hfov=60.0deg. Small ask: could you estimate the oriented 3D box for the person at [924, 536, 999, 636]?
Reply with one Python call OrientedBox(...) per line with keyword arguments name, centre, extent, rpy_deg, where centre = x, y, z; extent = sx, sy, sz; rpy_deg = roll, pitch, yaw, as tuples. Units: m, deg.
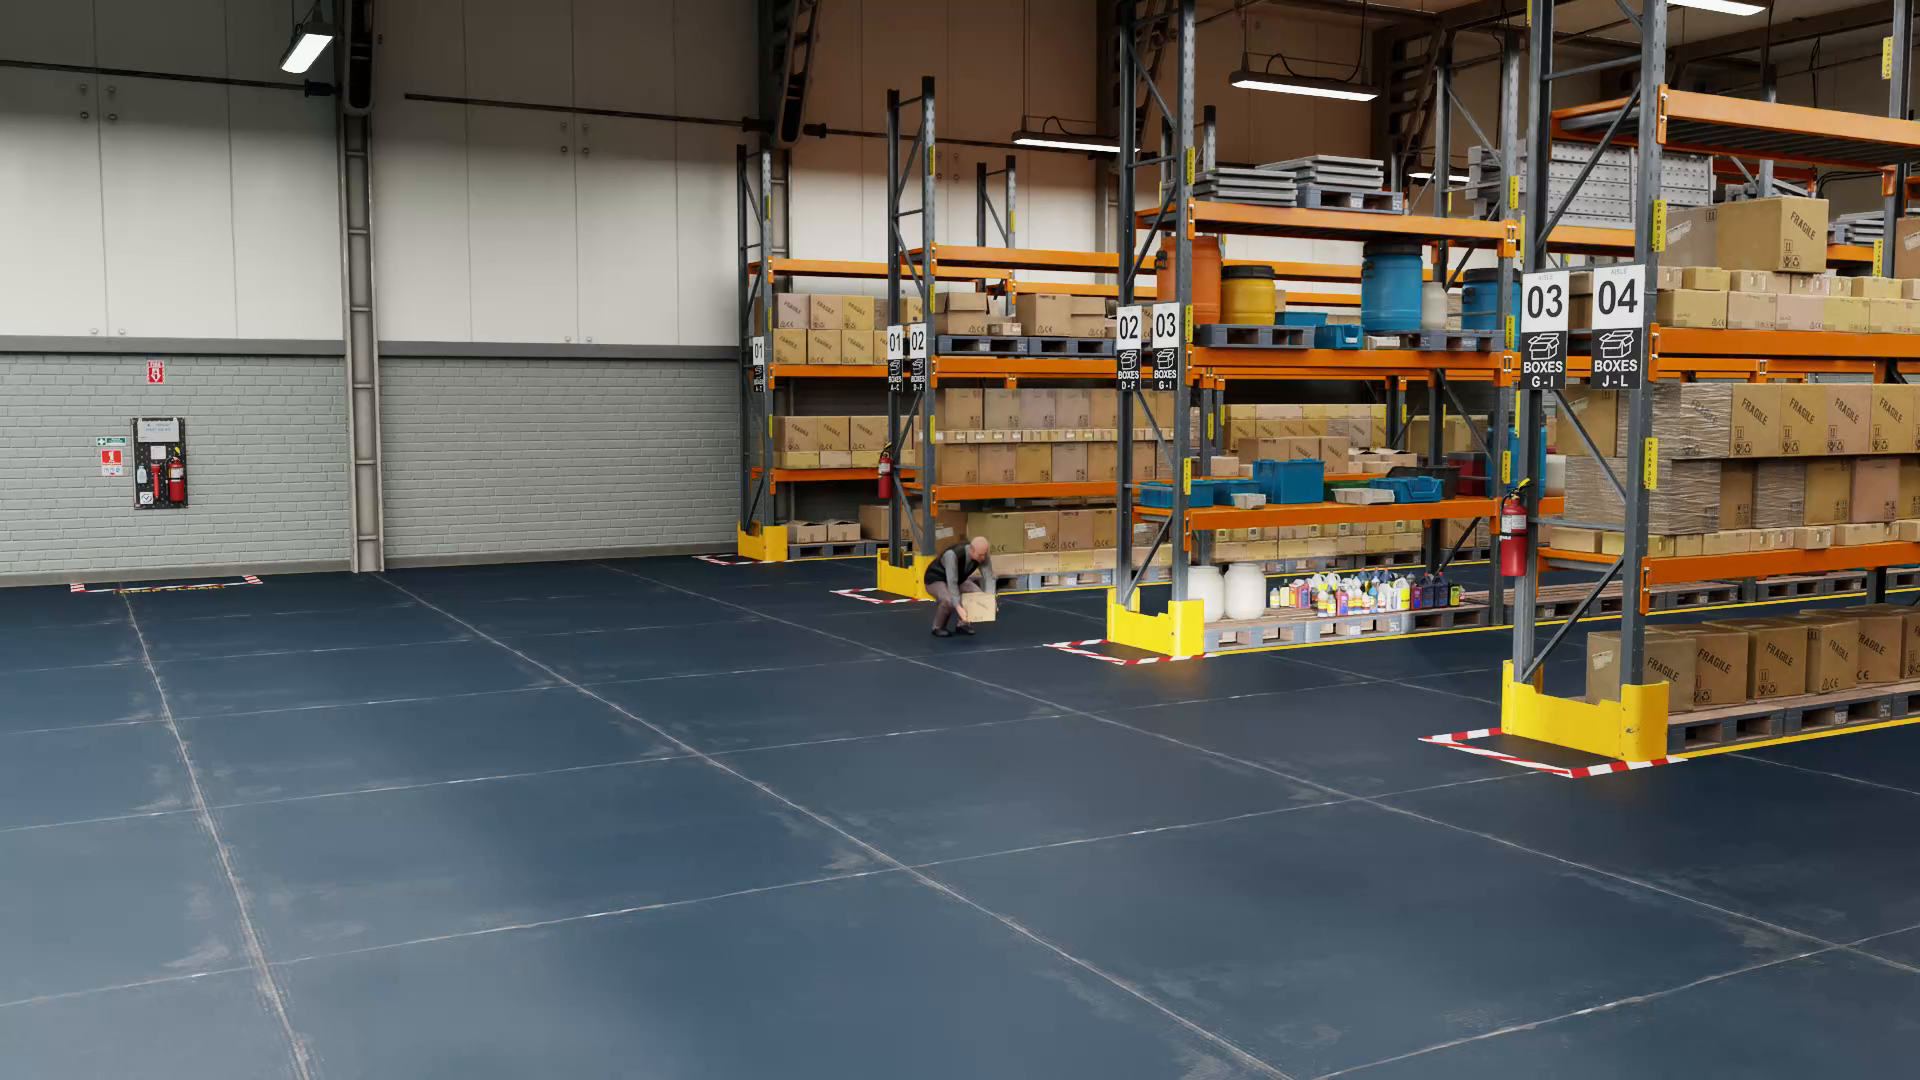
OrientedBox(name="person", centre=(0.015, 0.445, 16.415), extent=(0.550, 1.009, 0.861), rpy_deg=(-3, 6, -29))
